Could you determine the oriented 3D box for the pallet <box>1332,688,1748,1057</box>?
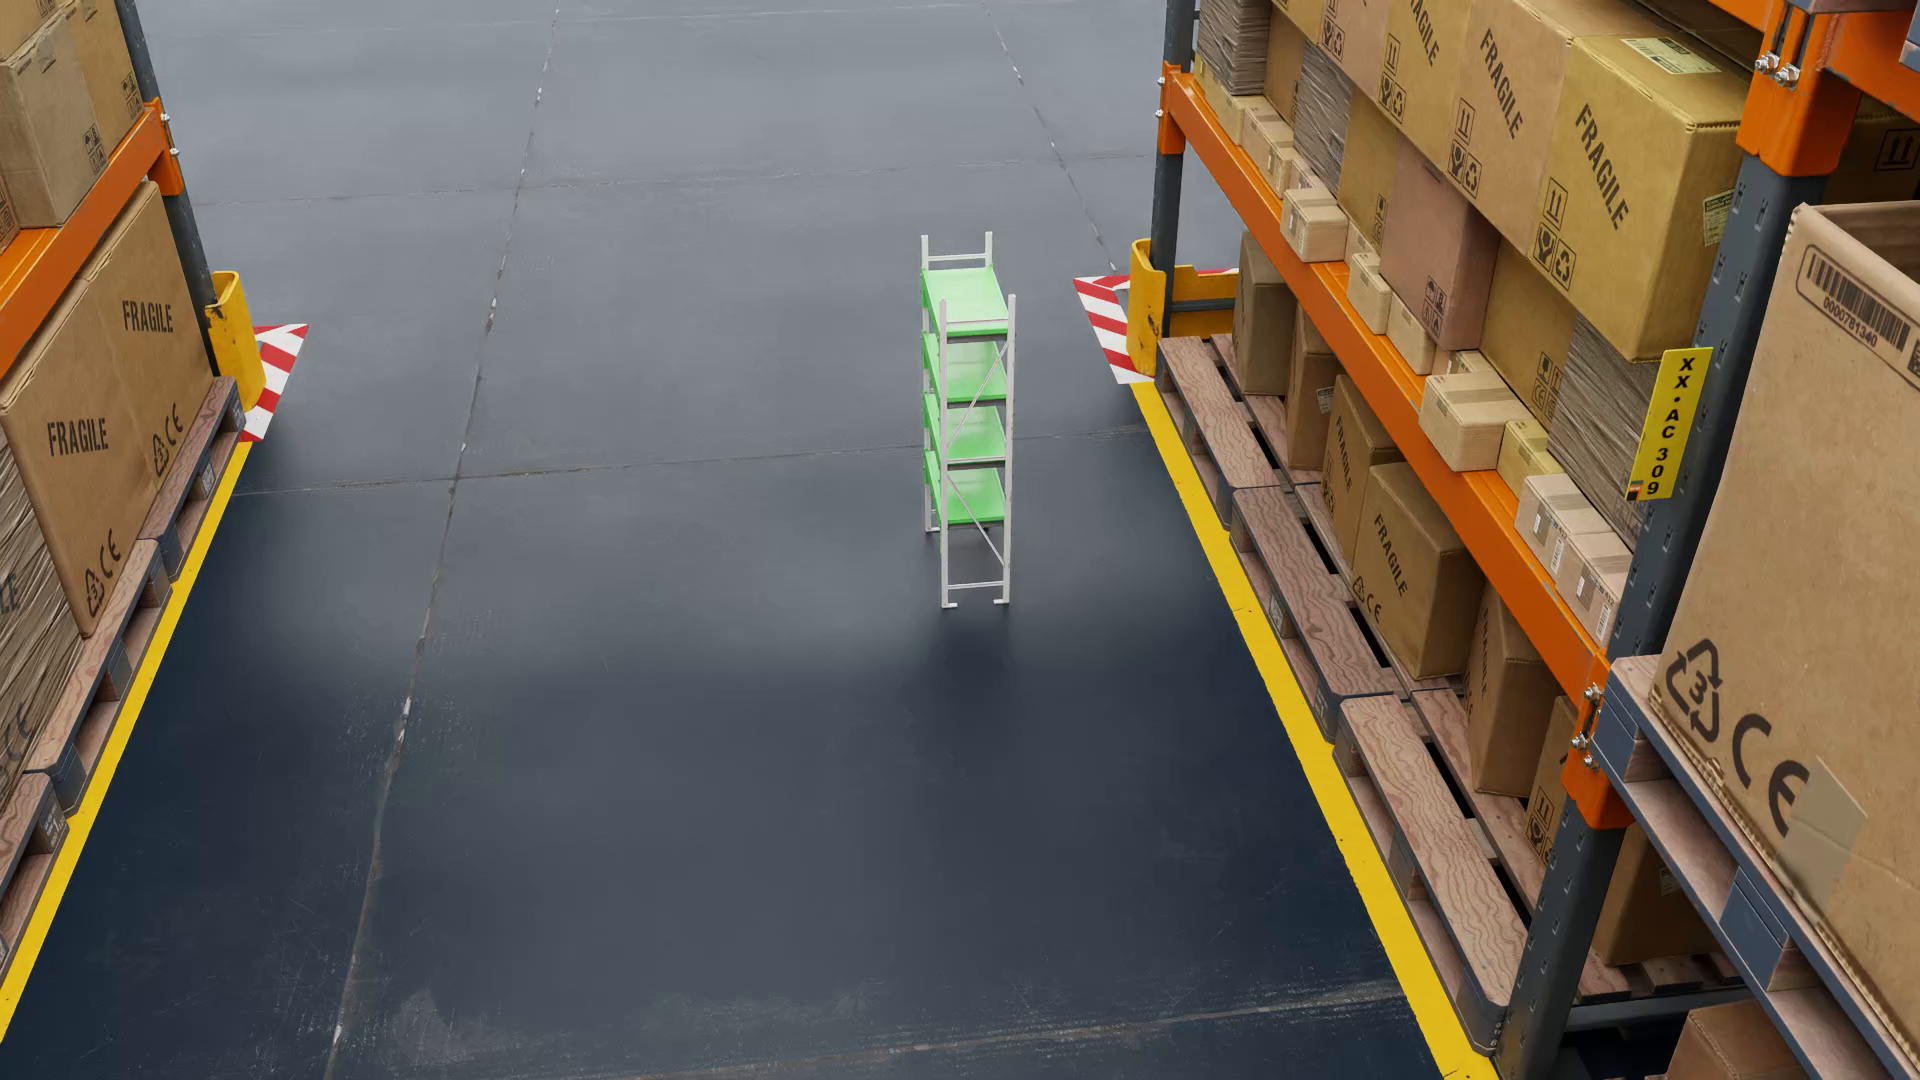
[{"bbox_3d":[1.748,0.878,4.774,1.003,0.211,1.213,-4,35,-6],"label":"pallet"}]

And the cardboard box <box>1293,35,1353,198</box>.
[{"bbox_3d":[1.593,-1.437,5.343,0.875,0.500,0.500,-4,35,-6],"label":"cardboard box"}]

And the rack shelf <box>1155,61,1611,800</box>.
[{"bbox_3d":[1.604,-0.721,5.283,1.077,0.370,4.000,-4,35,-6],"label":"rack shelf"}]

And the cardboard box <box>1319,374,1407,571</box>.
[{"bbox_3d":[1.582,-0.243,5.790,0.500,0.500,0.500,-1,34,-2],"label":"cardboard box"}]

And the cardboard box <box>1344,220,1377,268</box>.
[{"bbox_3d":[1.408,-0.880,5.100,0.380,0.149,0.250,-4,35,-6],"label":"cardboard box"}]

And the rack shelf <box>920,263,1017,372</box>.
[{"bbox_3d":[0.022,-0.747,5.542,0.258,0.148,0.480,-4,35,-6],"label":"rack shelf"}]

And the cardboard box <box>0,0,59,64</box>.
[{"bbox_3d":[-3.416,-1.813,5.155,0.875,0.550,0.550,-4,35,-6],"label":"cardboard box"}]

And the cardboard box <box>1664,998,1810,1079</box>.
[{"bbox_3d":[1.934,1.293,3.518,0.700,0.500,0.500,-7,35,-10],"label":"cardboard box"}]

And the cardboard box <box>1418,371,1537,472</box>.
[{"bbox_3d":[1.411,-0.312,4.267,0.380,0.149,0.250,-4,35,-6],"label":"cardboard box"}]

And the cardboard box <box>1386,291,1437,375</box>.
[{"bbox_3d":[1.434,-0.597,4.686,0.380,0.149,0.250,-4,35,-6],"label":"cardboard box"}]

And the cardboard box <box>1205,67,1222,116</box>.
[{"bbox_3d":[1.152,-1.713,6.322,0.380,0.149,0.250,-4,35,-6],"label":"cardboard box"}]

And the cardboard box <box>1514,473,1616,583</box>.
[{"bbox_3d":[1.529,-0.036,3.863,0.380,0.149,0.250,-4,35,-6],"label":"cardboard box"}]

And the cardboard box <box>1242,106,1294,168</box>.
[{"bbox_3d":[1.225,-1.434,5.914,0.380,0.149,0.250,-4,35,-6],"label":"cardboard box"}]

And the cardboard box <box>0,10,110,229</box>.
[{"bbox_3d":[-3.403,-1.368,5.461,0.875,0.550,0.550,-4,35,-6],"label":"cardboard box"}]

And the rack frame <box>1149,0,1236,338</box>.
[{"bbox_3d":[1.335,-2.134,6.718,1.000,3.000,0.127,-4,35,-6],"label":"rack frame"}]

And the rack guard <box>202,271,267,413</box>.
[{"bbox_3d":[-3.597,-0.796,6.974,1.175,0.500,0.348,-4,35,-6],"label":"rack guard"}]

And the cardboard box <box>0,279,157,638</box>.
[{"bbox_3d":[-3.316,-0.246,5.462,0.875,0.875,0.875,-5,35,-7],"label":"cardboard box"}]

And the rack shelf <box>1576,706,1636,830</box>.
[{"bbox_3d":[2.142,1.511,2.008,1.077,0.370,4.000,-4,35,-6],"label":"rack shelf"}]

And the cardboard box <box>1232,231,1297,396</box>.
[{"bbox_3d":[1.403,-0.925,6.791,0.500,0.500,0.500,2,34,2],"label":"cardboard box"}]

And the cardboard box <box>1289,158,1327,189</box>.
[{"bbox_3d":[1.312,-1.156,5.506,0.380,0.149,0.250,-4,35,-6],"label":"cardboard box"}]

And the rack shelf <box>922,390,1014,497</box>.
[{"bbox_3d":[0.022,-0.351,5.813,0.258,0.148,0.480,-4,35,-6],"label":"rack shelf"}]

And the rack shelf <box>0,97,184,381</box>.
[{"bbox_3d":[-3.324,-0.402,4.815,1.077,0.370,4.000,-4,35,-6],"label":"rack shelf"}]

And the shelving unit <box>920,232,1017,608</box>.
[{"bbox_3d":[0.022,-0.403,5.777,0.258,1.200,0.503,-4,35,-6],"label":"shelving unit"}]

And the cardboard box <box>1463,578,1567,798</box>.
[{"bbox_3d":[1.774,0.412,4.829,0.500,0.500,0.500,6,35,9],"label":"cardboard box"}]

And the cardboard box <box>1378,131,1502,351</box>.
[{"bbox_3d":[1.675,-0.875,4.518,0.875,0.500,0.500,-4,35,-6],"label":"cardboard box"}]

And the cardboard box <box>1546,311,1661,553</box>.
[{"bbox_3d":[1.874,-0.322,3.706,0.875,0.500,0.500,-4,35,-6],"label":"cardboard box"}]

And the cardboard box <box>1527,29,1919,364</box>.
[{"bbox_3d":[1.540,-0.710,3.387,0.500,0.500,0.500,-4,35,-6],"label":"cardboard box"}]

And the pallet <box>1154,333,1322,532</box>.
[{"bbox_3d":[1.420,-0.484,6.772,1.003,0.211,1.213,-4,35,-6],"label":"pallet"}]

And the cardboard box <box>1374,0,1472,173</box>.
[{"bbox_3d":[1.405,-1.268,4.206,0.500,0.500,0.500,-4,35,-6],"label":"cardboard box"}]

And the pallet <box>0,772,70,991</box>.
[{"bbox_3d":[-3.080,1.139,4.391,1.003,0.211,1.213,-4,35,-6],"label":"pallet"}]

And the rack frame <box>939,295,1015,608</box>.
[{"bbox_3d":[0.055,-0.267,5.577,0.240,1.200,0.015,-4,35,-6],"label":"rack frame"}]

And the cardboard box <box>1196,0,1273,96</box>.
[{"bbox_3d":[1.382,-1.990,6.153,0.875,0.500,0.500,-4,35,-6],"label":"cardboard box"}]

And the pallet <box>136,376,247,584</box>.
[{"bbox_3d":[-3.408,-0.223,6.389,1.003,0.211,1.213,-4,35,-6],"label":"pallet"}]

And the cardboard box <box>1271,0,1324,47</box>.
[{"bbox_3d":[1.268,-1.826,5.025,0.500,0.500,0.500,-4,35,-6],"label":"cardboard box"}]
